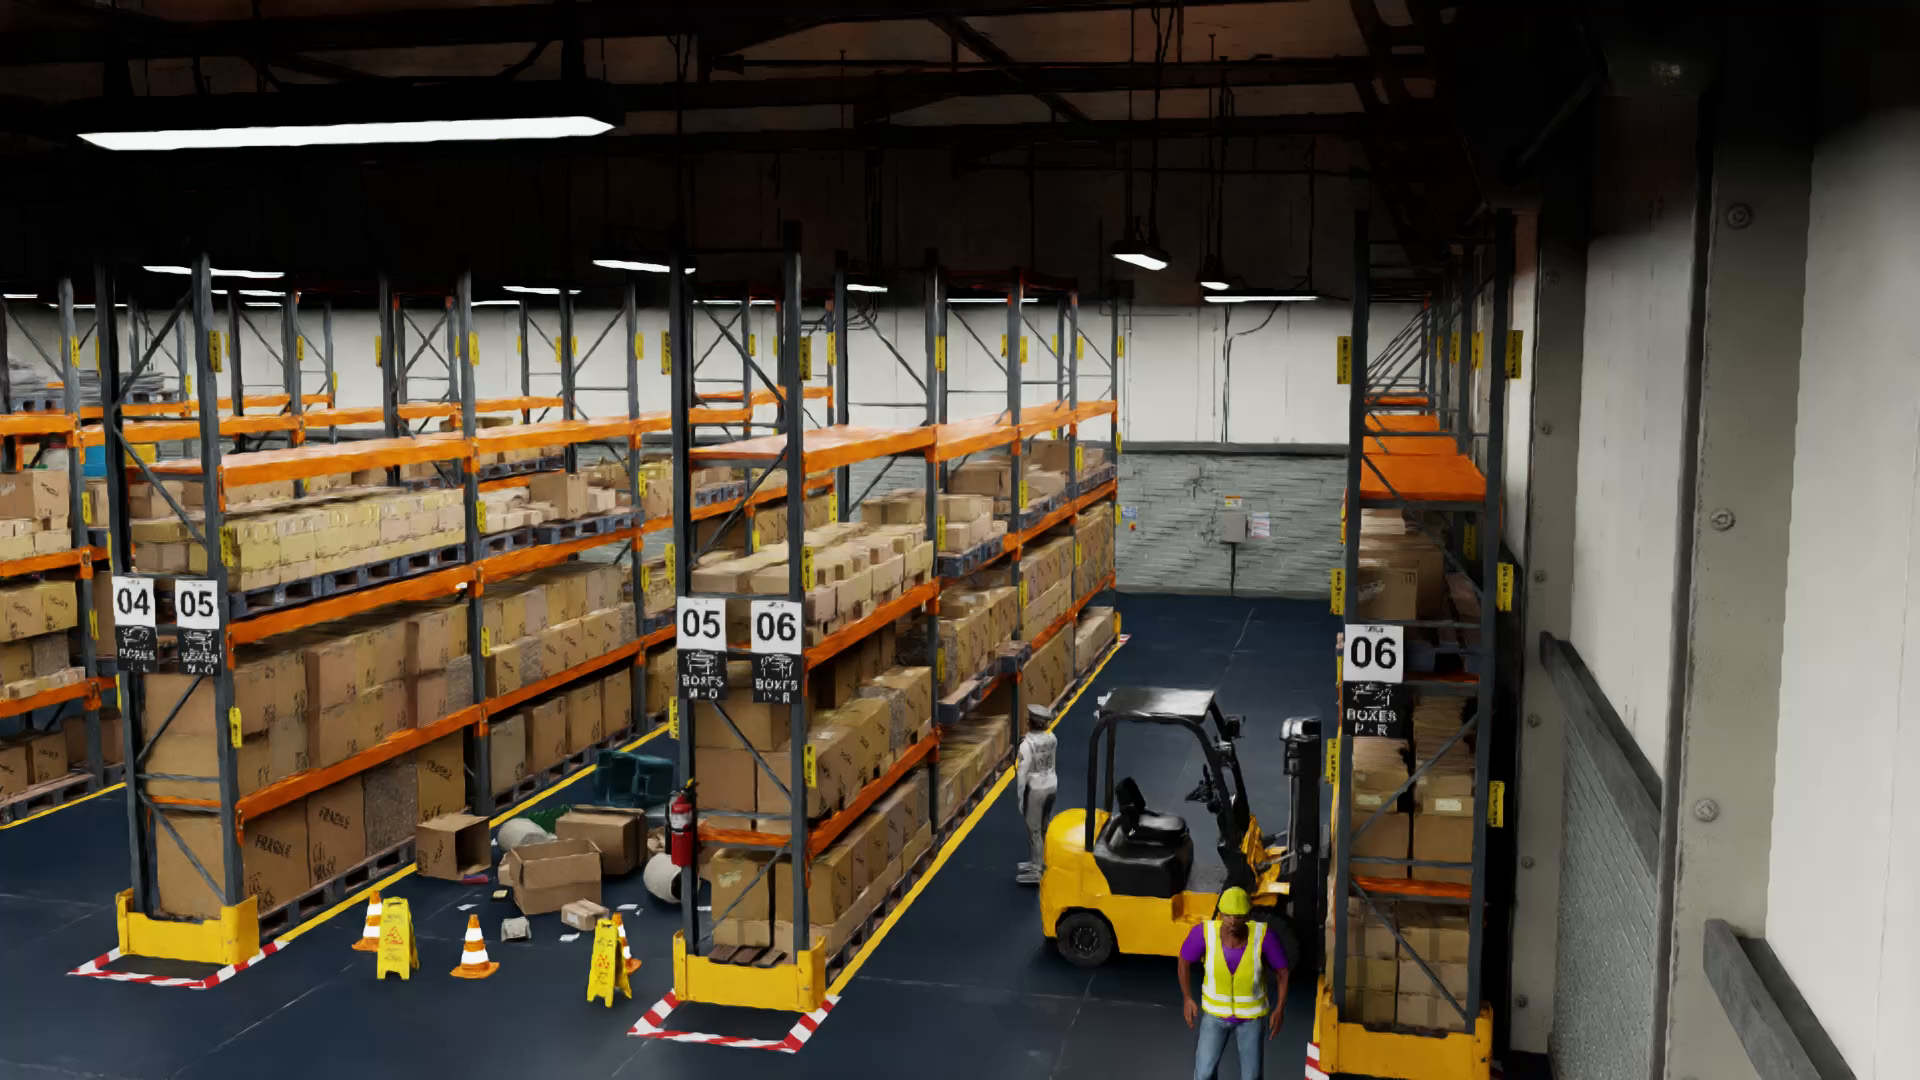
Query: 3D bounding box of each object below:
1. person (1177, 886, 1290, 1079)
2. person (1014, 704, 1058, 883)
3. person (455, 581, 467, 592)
[{"bbox_3d":[1.749,3.029,10.695,0.719,1.714,0.578,2,7,12],"label":"person"},{"bbox_3d":[0.696,2.401,15.851,0.459,1.677,0.525,7,10,45],"label":"person"},{"bbox_3d":[-7.131,1.371,24.128,0.544,1.698,1.106,1,7,12],"label":"person"}]
